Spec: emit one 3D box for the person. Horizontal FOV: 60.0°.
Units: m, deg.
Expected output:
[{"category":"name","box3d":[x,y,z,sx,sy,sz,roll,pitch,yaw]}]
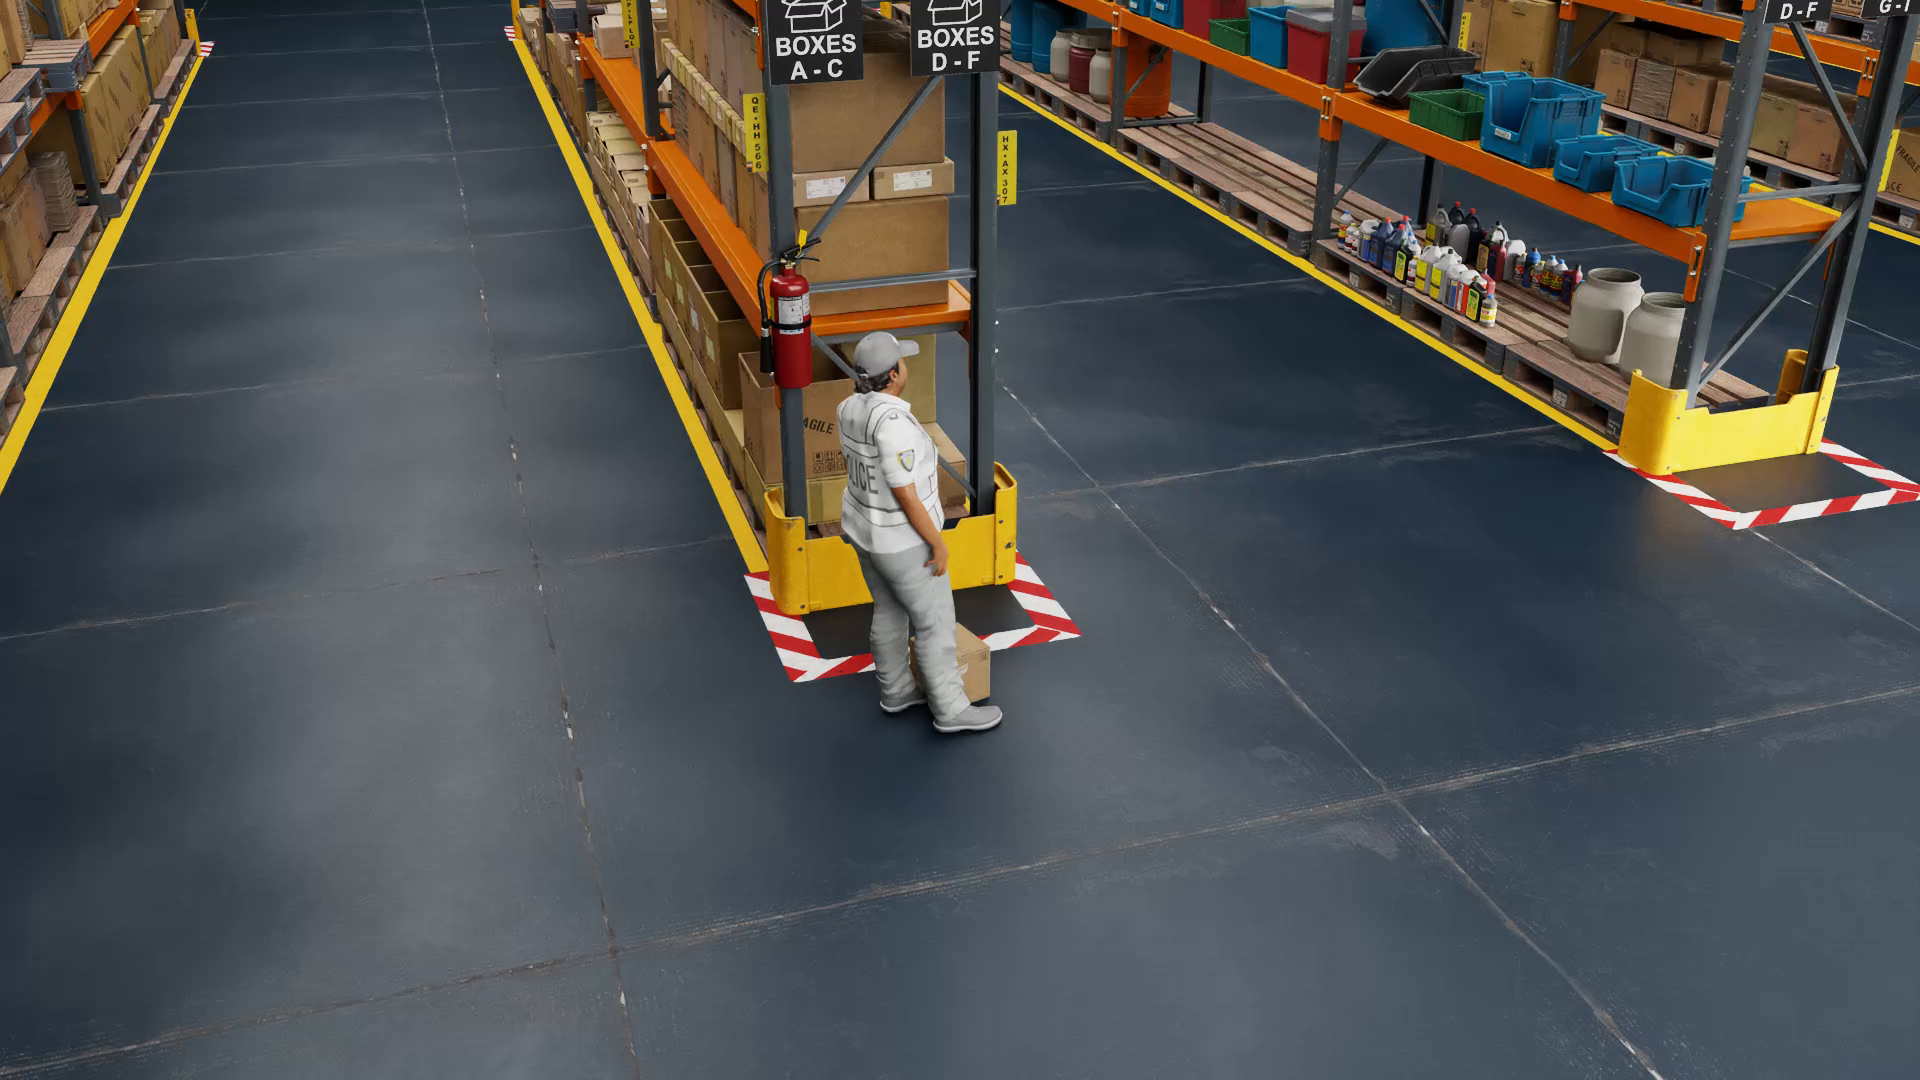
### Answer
[{"category":"person","box3d":[-0.180,-0.037,6.659,0.529,1.669,0.598,-15,30,-28]}]
